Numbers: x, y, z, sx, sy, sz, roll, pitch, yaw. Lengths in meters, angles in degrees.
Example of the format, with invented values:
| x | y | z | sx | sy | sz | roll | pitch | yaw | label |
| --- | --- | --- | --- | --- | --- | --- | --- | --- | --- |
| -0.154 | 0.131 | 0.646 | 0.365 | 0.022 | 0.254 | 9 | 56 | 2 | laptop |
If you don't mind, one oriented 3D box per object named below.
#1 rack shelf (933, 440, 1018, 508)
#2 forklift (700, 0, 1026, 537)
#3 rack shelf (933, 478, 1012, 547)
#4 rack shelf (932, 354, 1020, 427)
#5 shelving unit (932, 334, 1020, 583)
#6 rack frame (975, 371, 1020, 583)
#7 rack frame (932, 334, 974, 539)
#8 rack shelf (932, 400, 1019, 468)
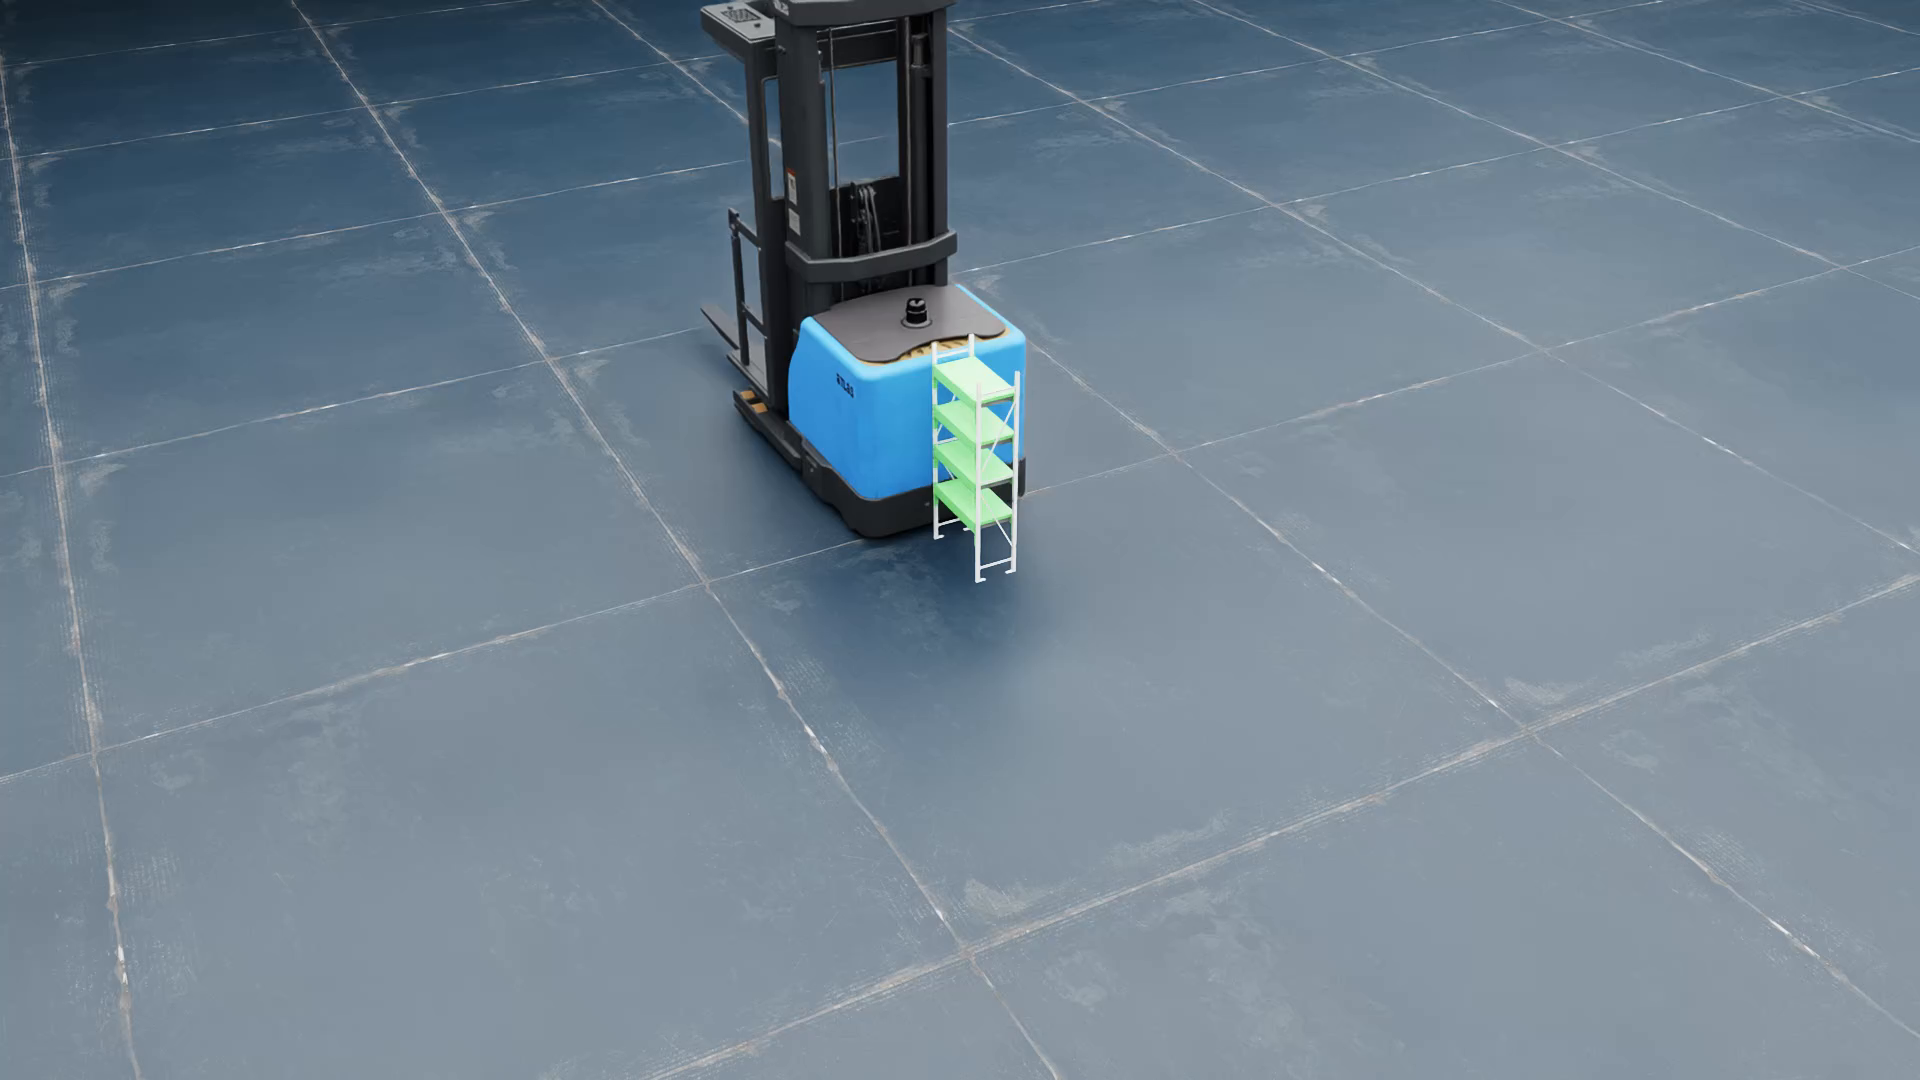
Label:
| x | y | z | sx | sy | sz | roll | pitch | yaw | label |
| --- | --- | --- | --- | --- | --- | --- | --- | --- | --- |
| 0.077 | -0.372 | 8.837 | 0.258 | 0.148 | 0.480 | -16 | 36 | -23 | rack shelf |
| -0.766 | -2.021 | 9.687 | 1.130 | 2.935 | 3.031 | -16 | 36 | -23 | forklift |
| 0.077 | -0.170 | 8.967 | 0.258 | 0.148 | 0.480 | -16 | 36 | -23 | rack shelf |
| 0.077 | -0.777 | 8.579 | 0.258 | 0.148 | 0.480 | -16 | 36 | -23 | rack shelf |
| 0.077 | -0.426 | 8.803 | 0.258 | 1.200 | 0.503 | -16 | 36 | -23 | shelving unit |
| 0.191 | -0.310 | 8.621 | 0.240 | 1.200 | 0.015 | -16 | 36 | -23 | rack frame |
| -0.037 | -0.543 | 8.985 | 0.240 | 1.200 | 0.015 | -16 | 36 | -23 | rack frame |
| 0.077 | -0.574 | 8.708 | 0.258 | 0.148 | 0.480 | -16 | 36 | -23 | rack shelf |
